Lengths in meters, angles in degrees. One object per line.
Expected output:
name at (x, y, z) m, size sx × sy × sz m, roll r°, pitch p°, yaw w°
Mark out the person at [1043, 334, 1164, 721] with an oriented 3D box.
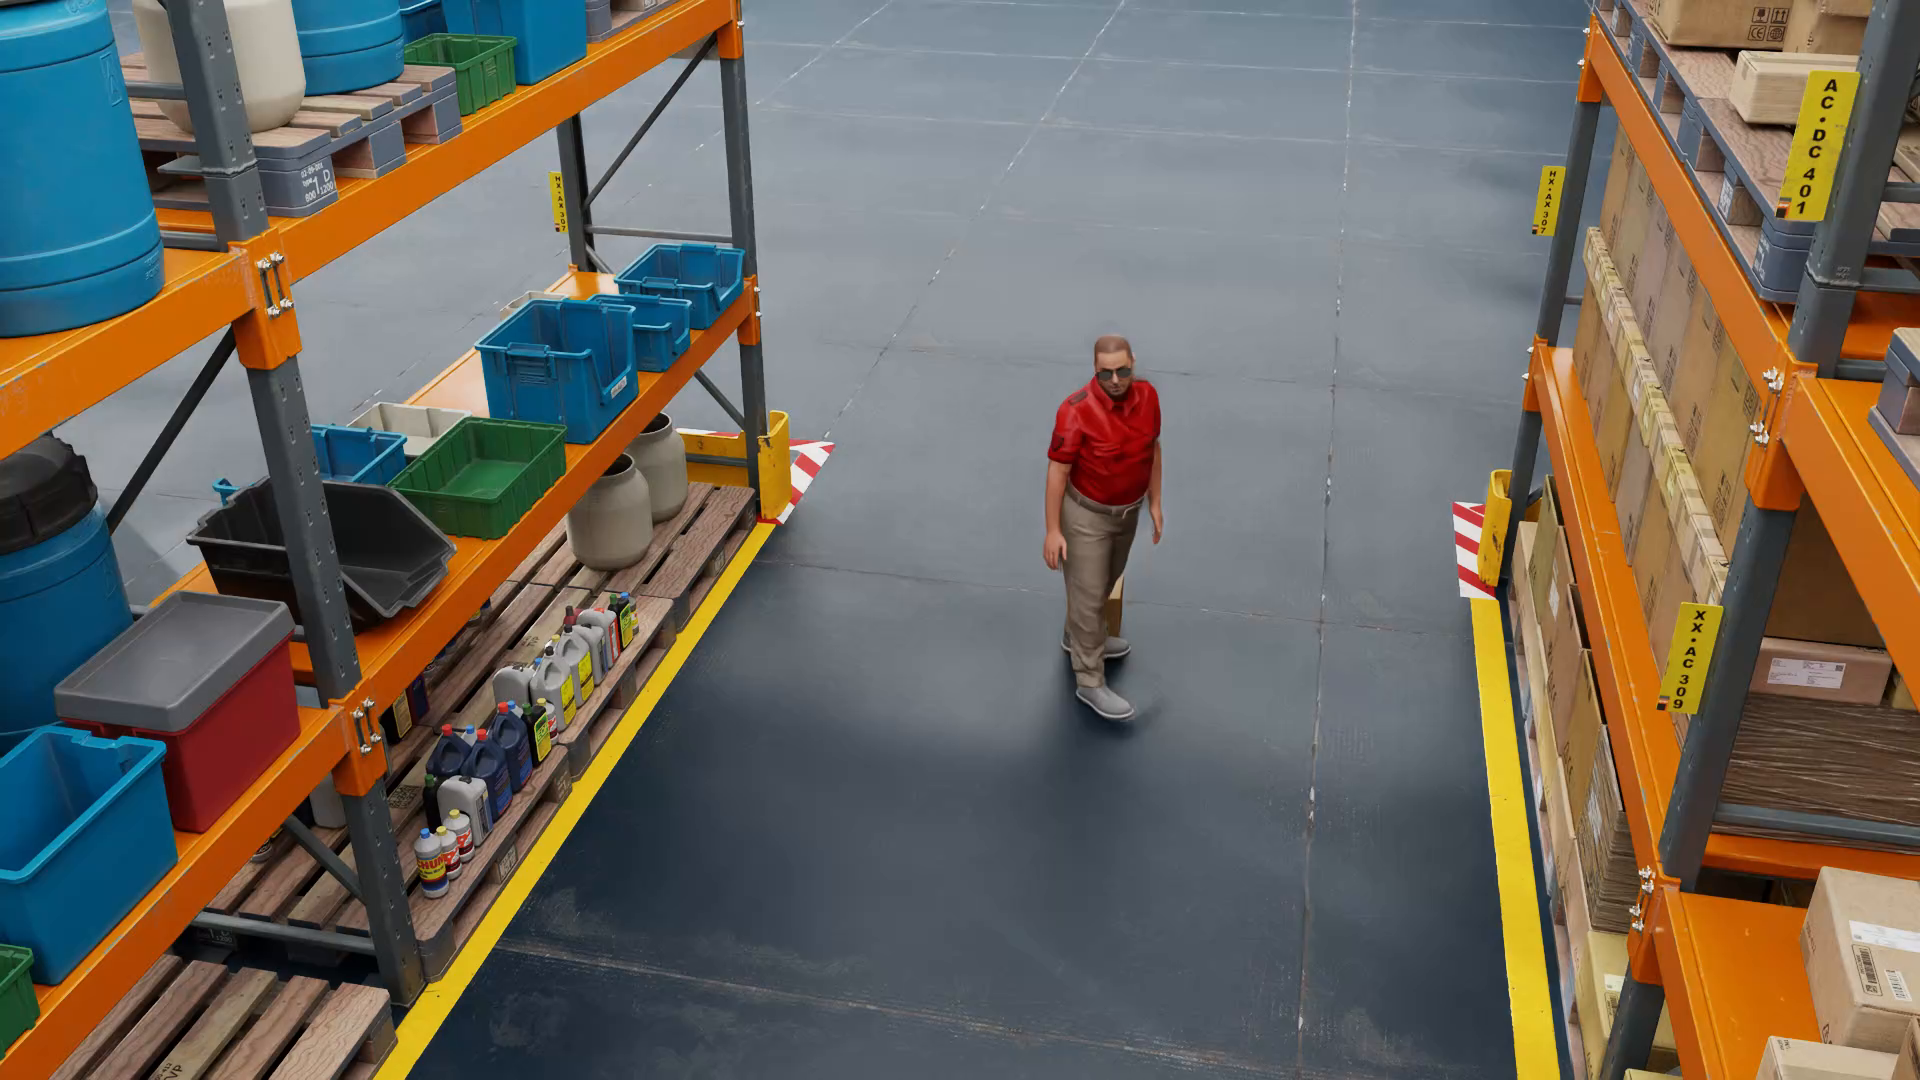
person at (0.639, -0.093, 7.269) m, size 0.627 × 1.712 × 0.646 m, roll -24°, pitch 37°, yaw -37°
